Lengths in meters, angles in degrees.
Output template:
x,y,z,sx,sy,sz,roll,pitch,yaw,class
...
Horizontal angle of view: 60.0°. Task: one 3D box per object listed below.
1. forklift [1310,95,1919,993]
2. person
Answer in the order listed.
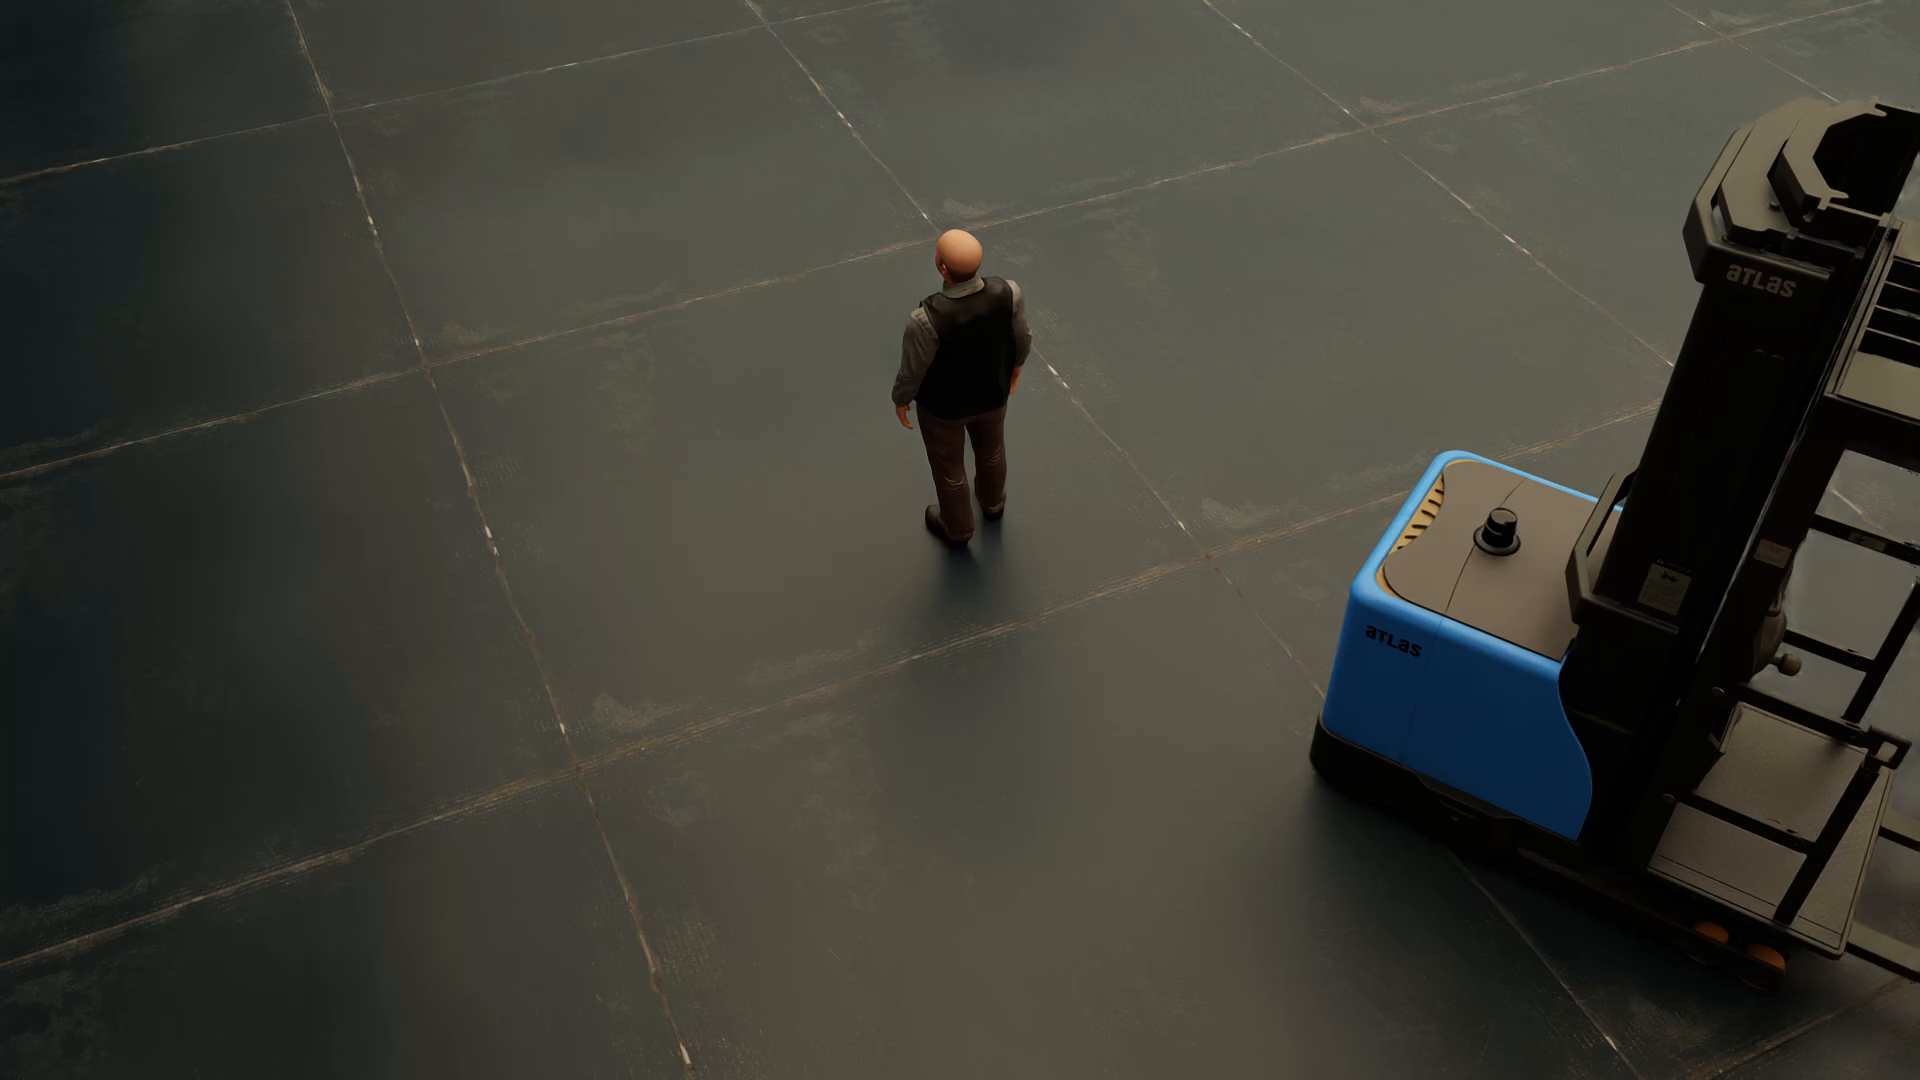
x,y,z,sx,sy,sz,roll,pitch,yaw,class
2.944,0.148,5.522,3.031,2.935,1.130,23,48,23,forklift
-0.020,-0.676,7.280,0.633,1.722,0.566,-18,46,-18,person
